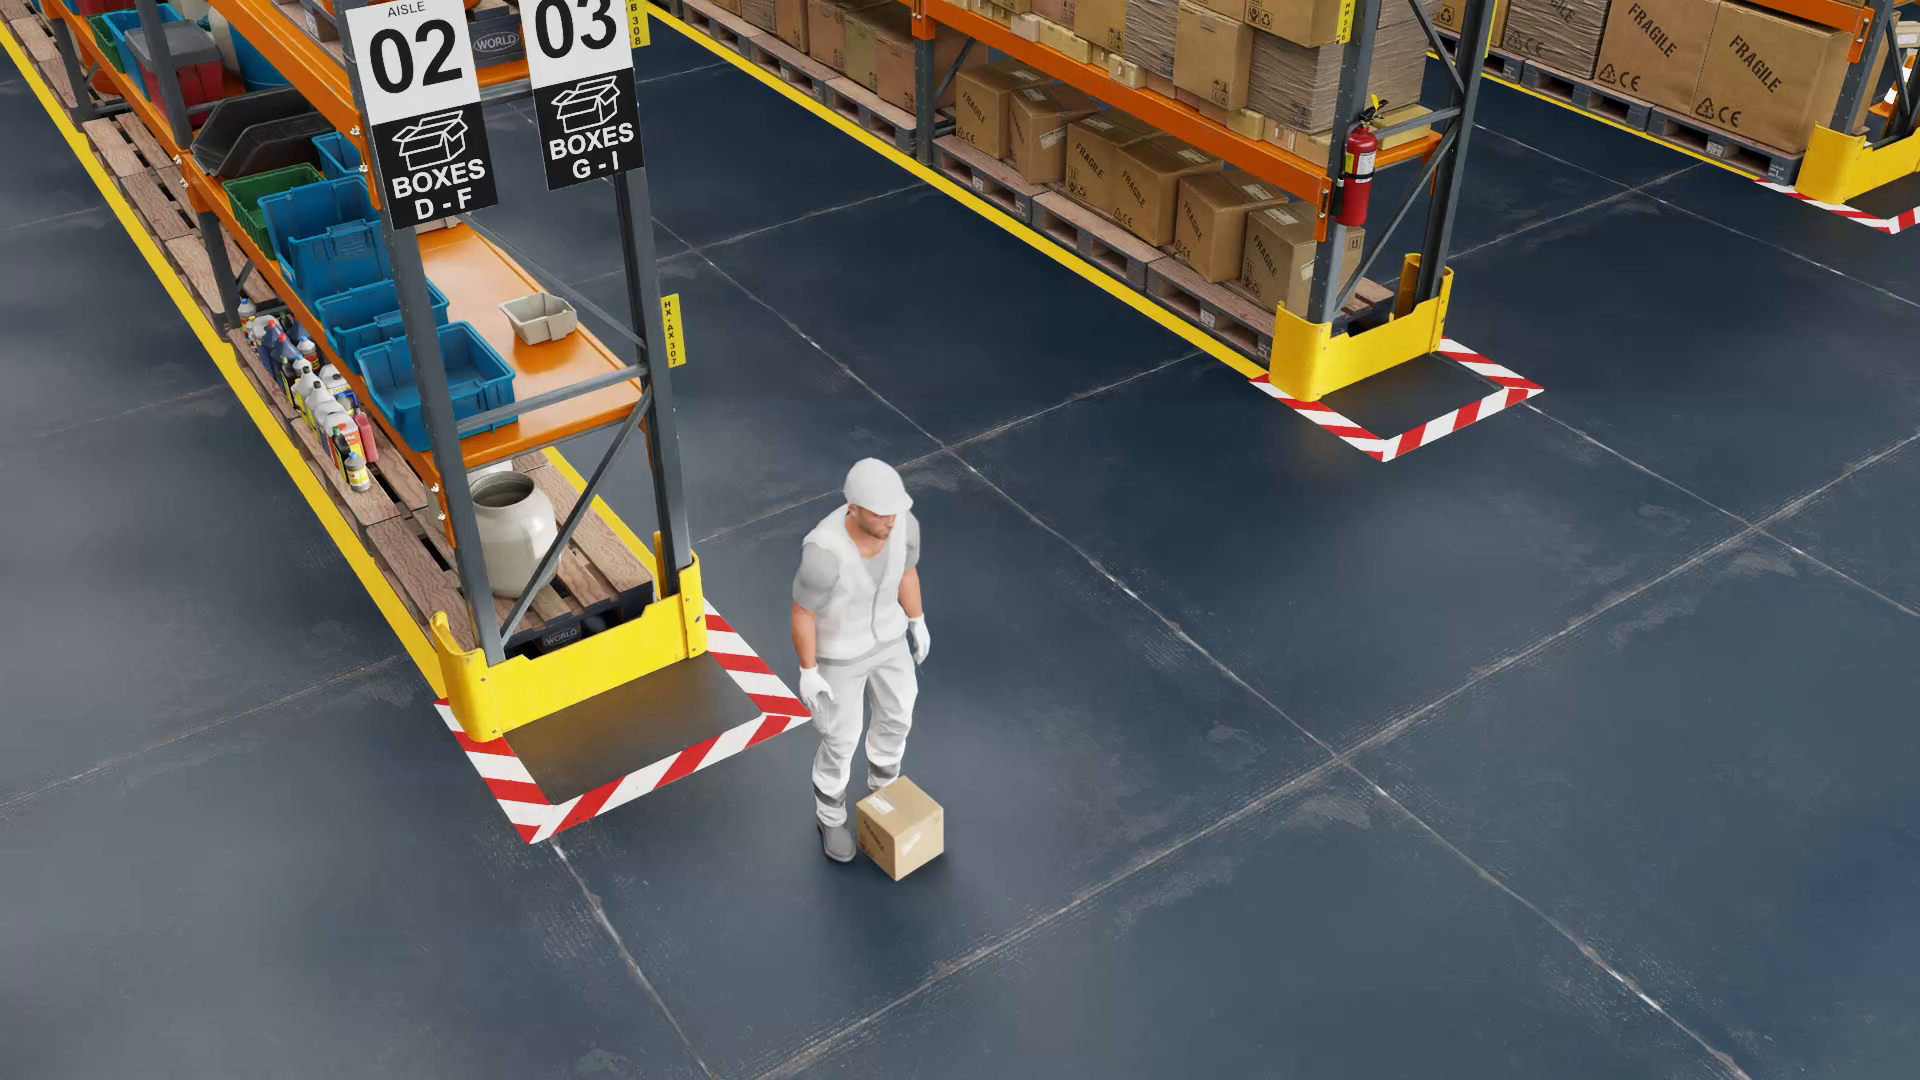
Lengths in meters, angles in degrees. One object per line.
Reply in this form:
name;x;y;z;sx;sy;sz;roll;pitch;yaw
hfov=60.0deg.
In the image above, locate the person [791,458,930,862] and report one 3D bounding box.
person;-0.363;0.431;6.400;0.608;1.777;0.453;-25;43;-30
